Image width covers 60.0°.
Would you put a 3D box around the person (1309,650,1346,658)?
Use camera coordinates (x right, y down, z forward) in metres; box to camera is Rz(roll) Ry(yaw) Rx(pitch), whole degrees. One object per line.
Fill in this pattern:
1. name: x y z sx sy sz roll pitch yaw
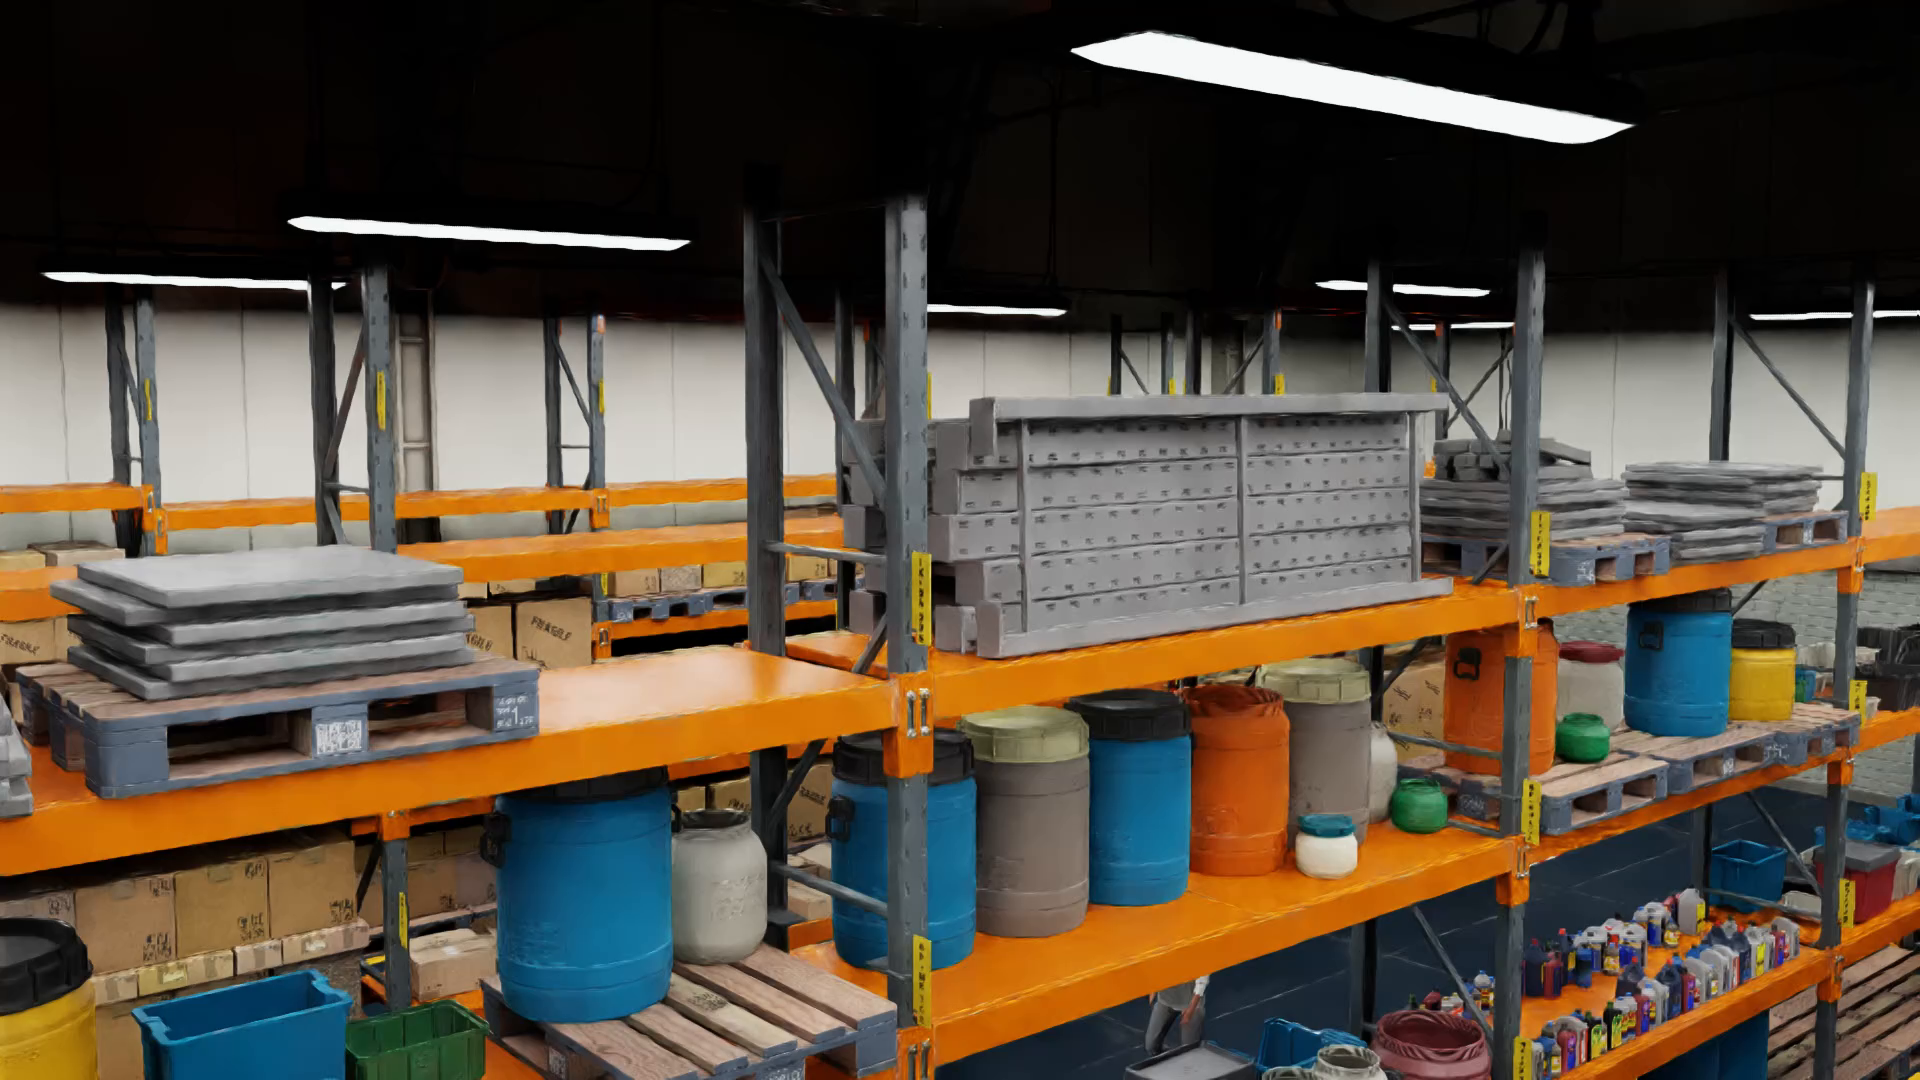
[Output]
1. person: 5.164 1.986 23.898 0.783 1.769 0.525 1 6 9

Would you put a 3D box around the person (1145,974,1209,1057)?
1. person: 1.552 3.274 11.785 0.519 1.541 0.566 -5 8 -43
